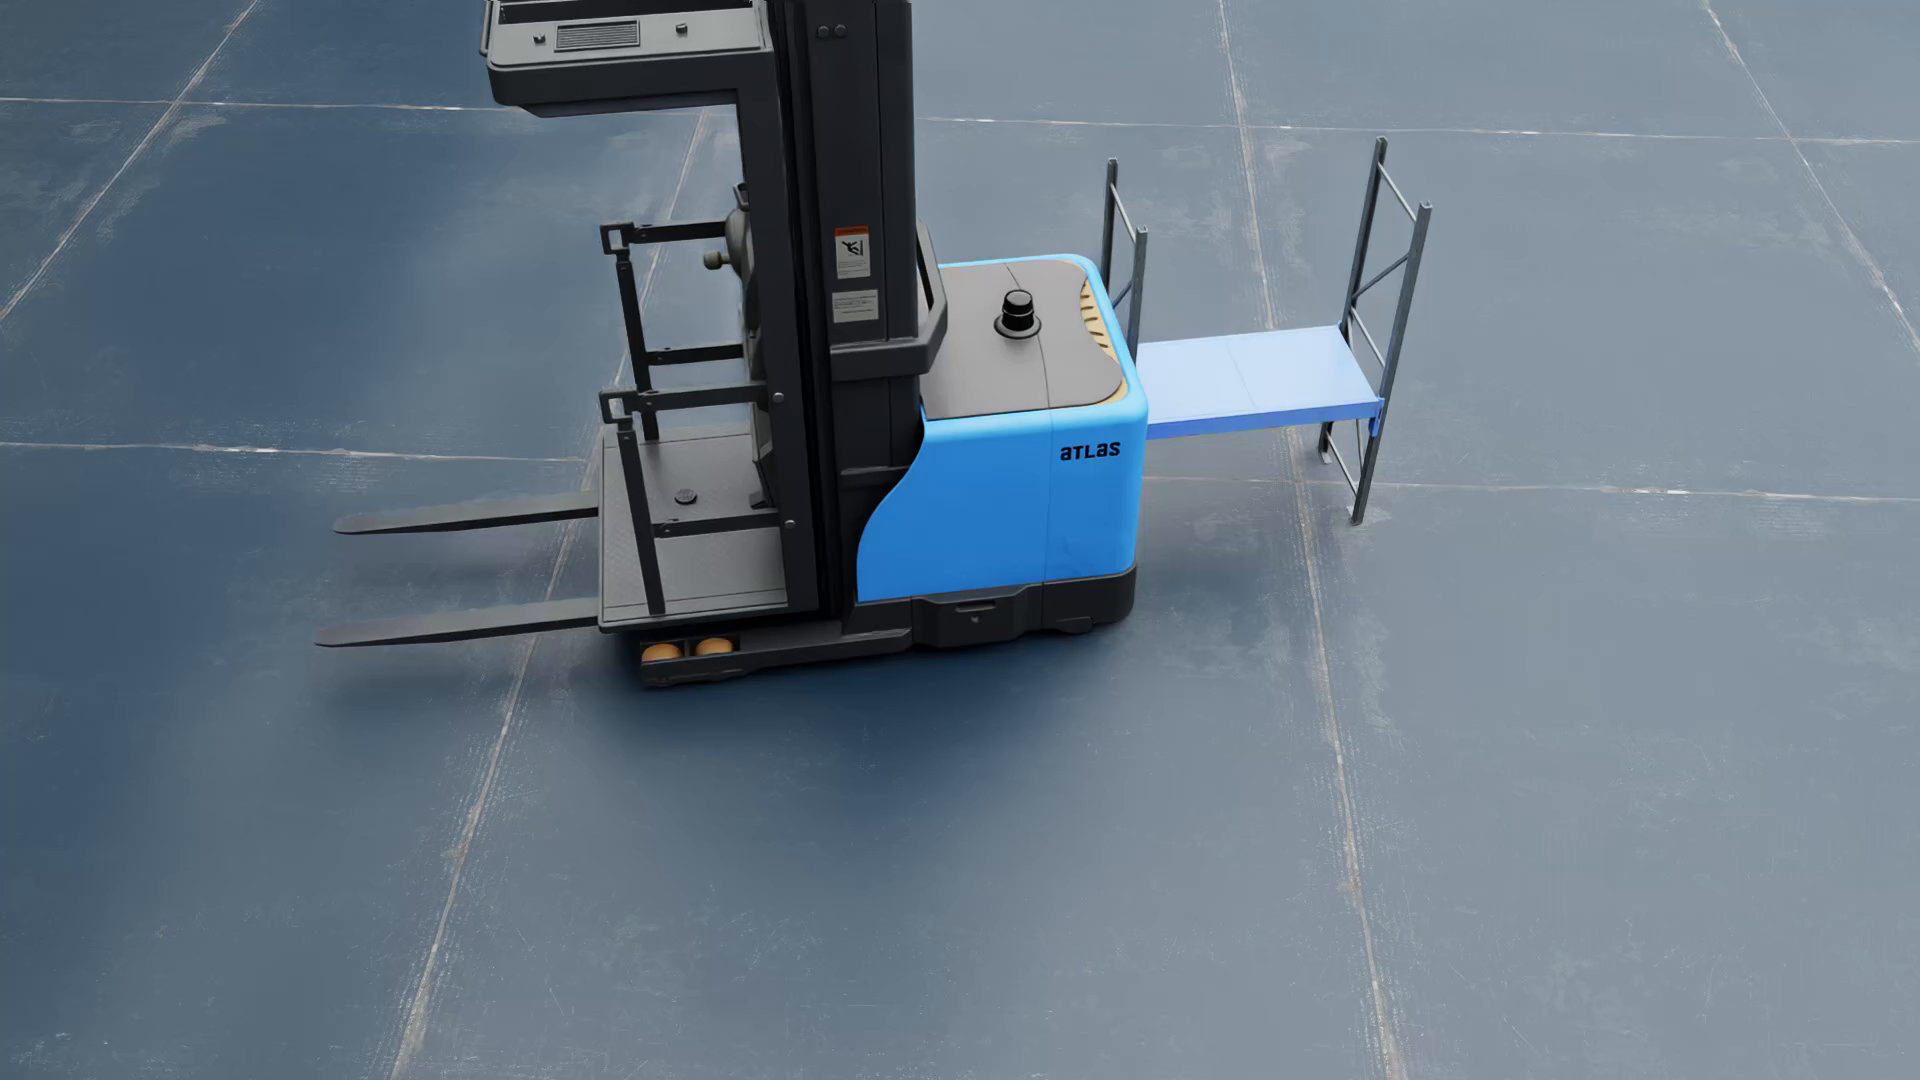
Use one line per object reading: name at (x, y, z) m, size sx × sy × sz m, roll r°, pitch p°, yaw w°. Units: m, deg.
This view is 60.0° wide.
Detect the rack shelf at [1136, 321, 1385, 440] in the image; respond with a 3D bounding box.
rack shelf at (1.092, -0.593, 6.550) m, size 1.000 × 0.185 × 0.538 m, roll -6°, pitch 43°, yaw -6°

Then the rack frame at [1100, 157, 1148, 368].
rack frame at (0.590, -0.671, 6.370) m, size 0.032 × 1.500 × 0.500 m, roll -6°, pitch 43°, yaw -6°

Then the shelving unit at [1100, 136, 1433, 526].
shelving unit at (1.092, -0.725, 6.428) m, size 1.048 × 1.500 × 0.538 m, roll -6°, pitch 43°, yaw -6°

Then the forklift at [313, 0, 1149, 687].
forklift at (-0.896, -0.916, 5.583) m, size 3.031 × 2.935 × 1.130 m, roll -6°, pitch 43°, yaw -6°

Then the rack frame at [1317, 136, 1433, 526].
rack frame at (1.595, -0.778, 6.485) m, size 0.032 × 1.500 × 0.500 m, roll -6°, pitch 43°, yaw -6°
